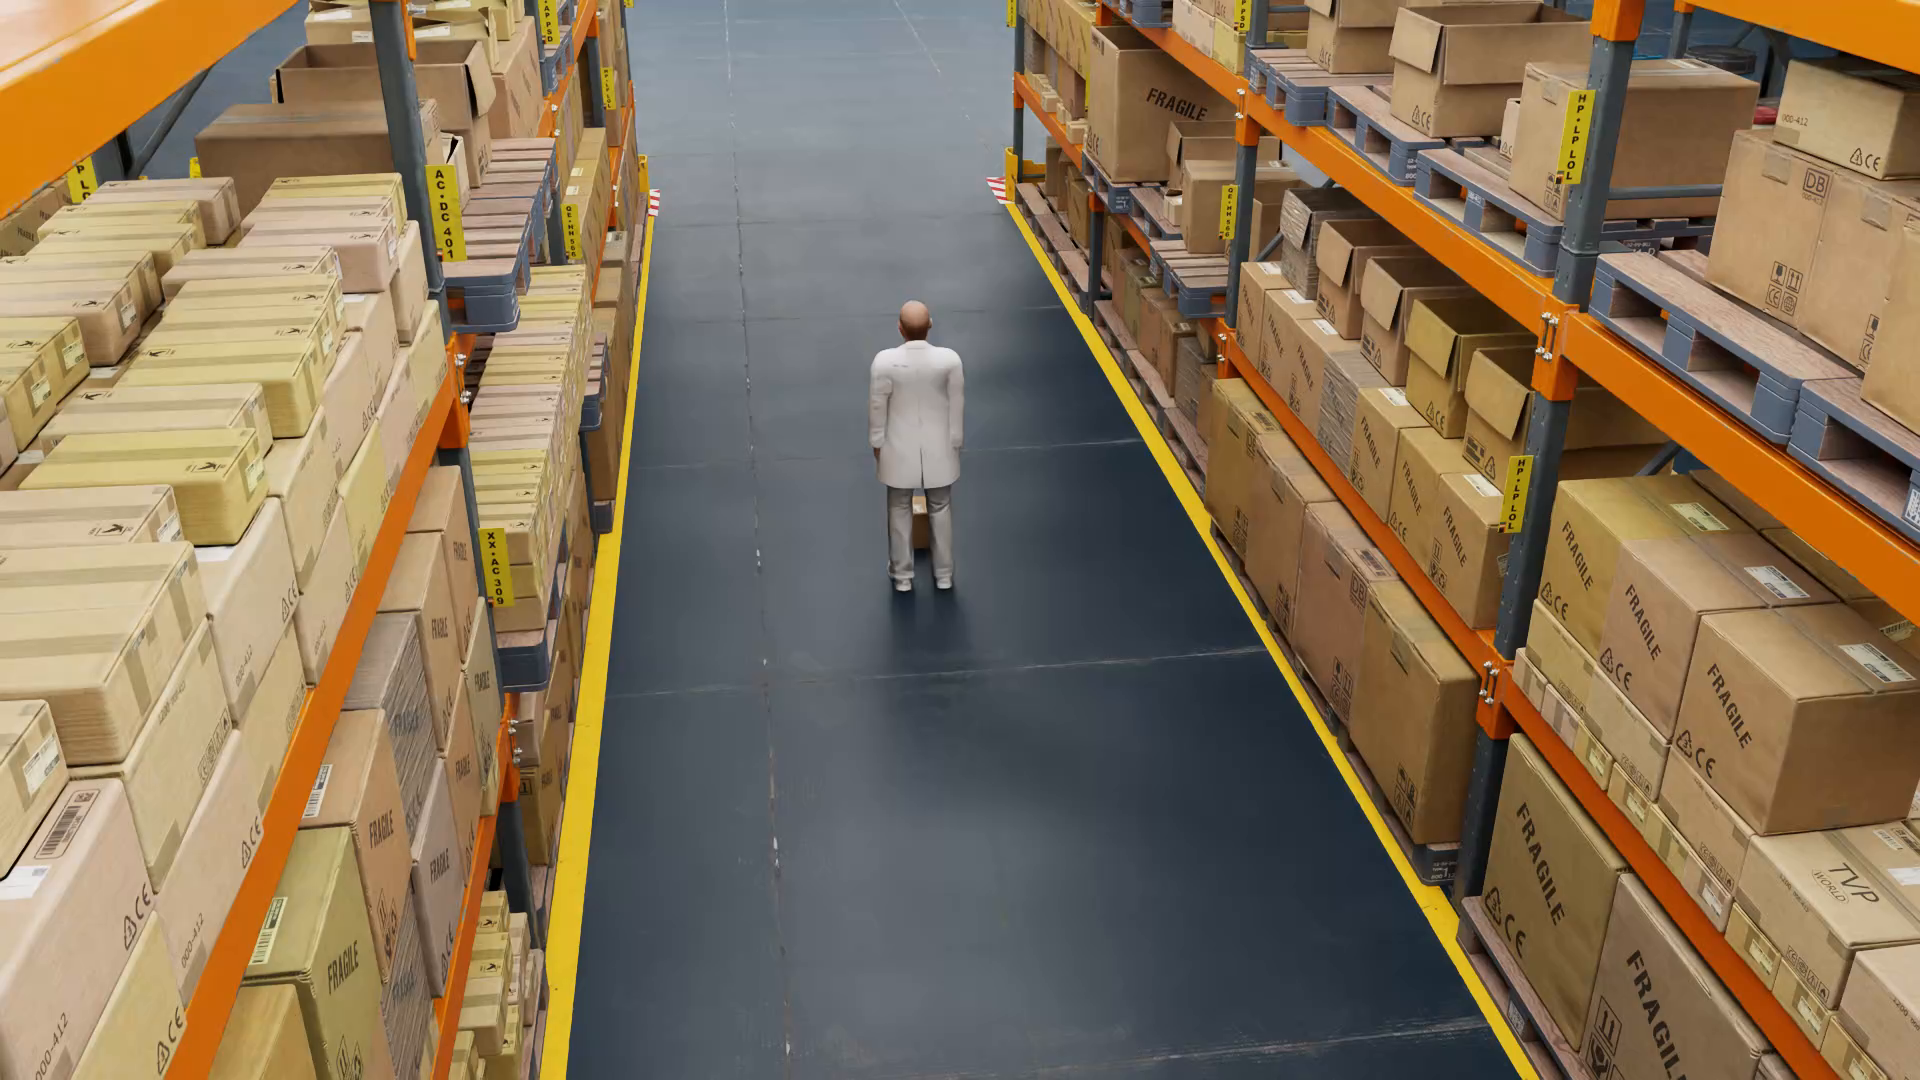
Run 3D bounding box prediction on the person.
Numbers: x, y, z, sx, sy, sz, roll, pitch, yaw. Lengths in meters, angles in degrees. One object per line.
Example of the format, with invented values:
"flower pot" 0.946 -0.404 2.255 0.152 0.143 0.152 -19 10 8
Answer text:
"person" -0.280 -0.415 9.854 0.632 1.423 0.719 -4 27 -7
